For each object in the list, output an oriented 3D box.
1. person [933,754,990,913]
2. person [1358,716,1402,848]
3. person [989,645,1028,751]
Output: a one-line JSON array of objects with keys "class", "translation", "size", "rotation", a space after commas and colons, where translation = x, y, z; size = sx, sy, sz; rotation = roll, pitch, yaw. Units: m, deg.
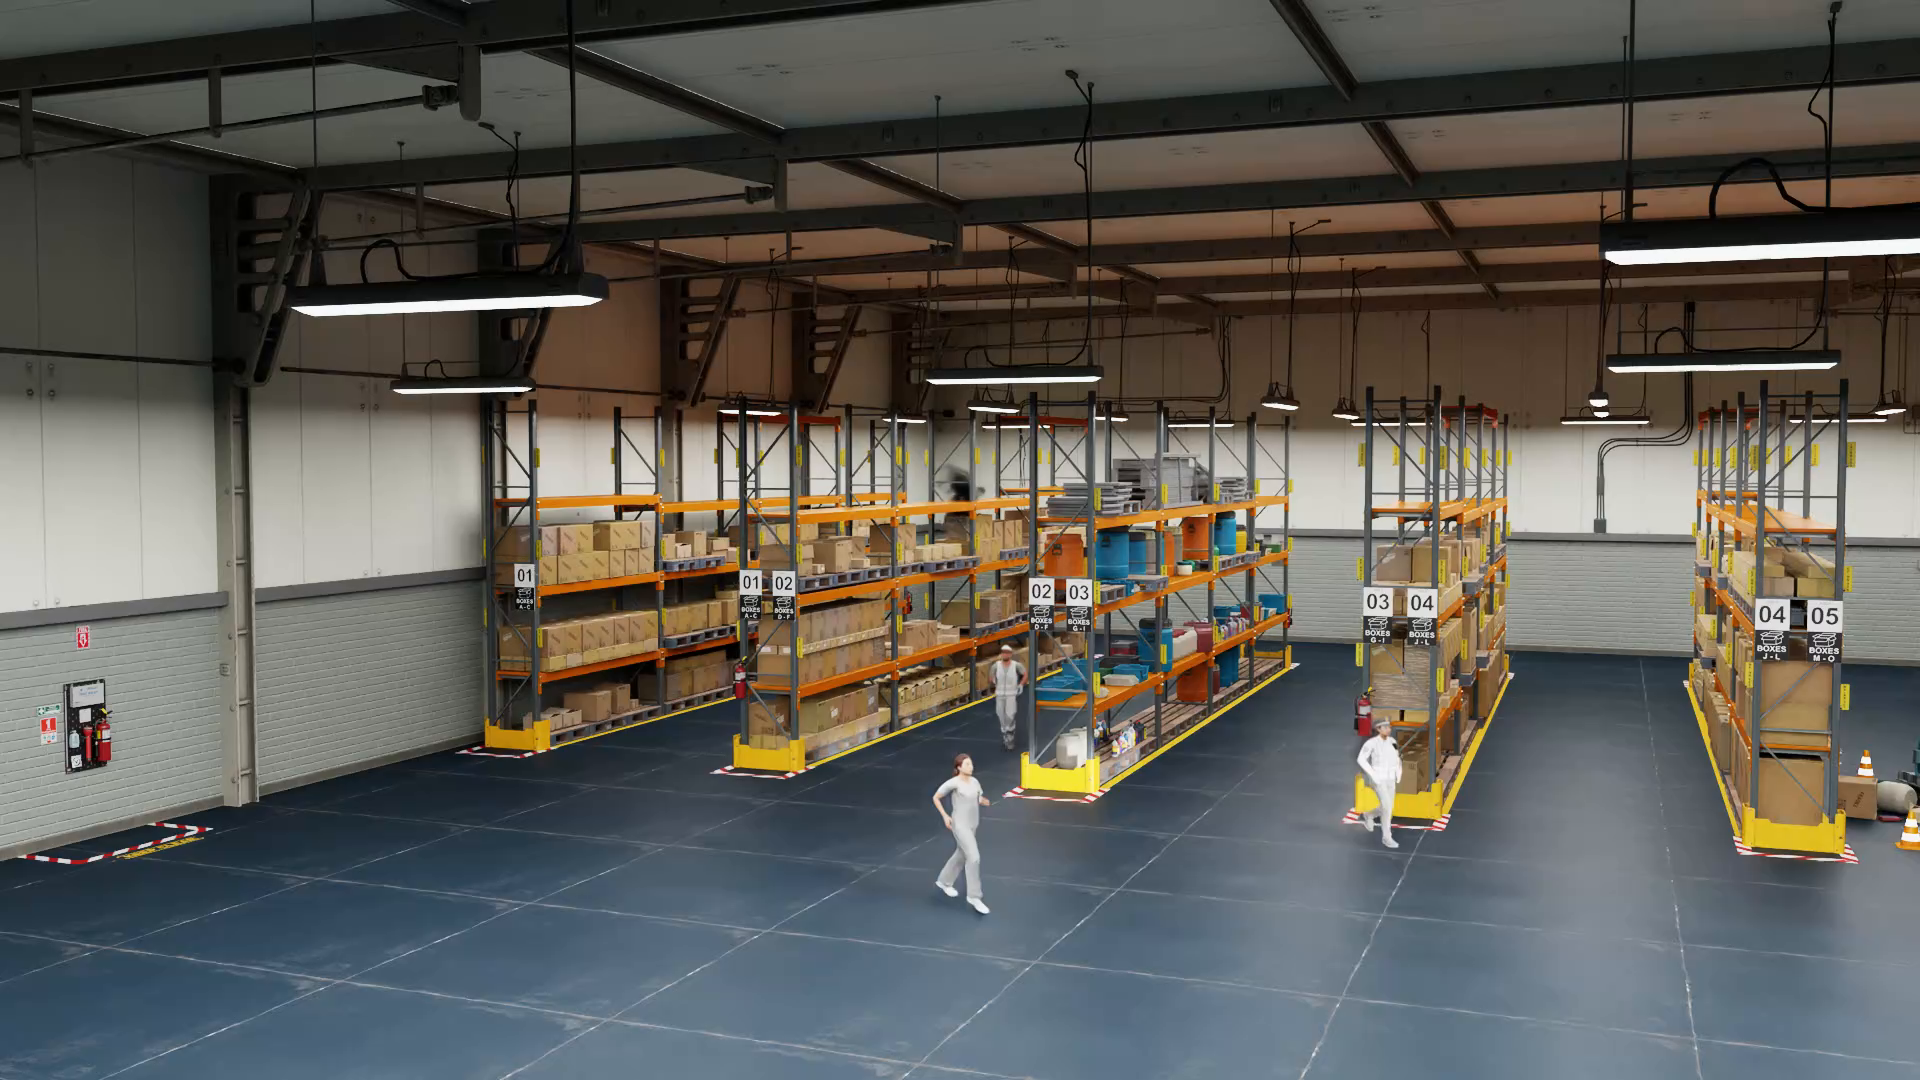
[{"class": "person", "translation": [0.043, 3.237, 18.555], "size": [0.797, 1.715, 0.541], "rotation": [2, 4, 37]}, {"class": "person", "translation": [5.469, 3.108, 21.622], "size": [0.634, 1.671, 0.717], "rotation": [-1, 3, -25]}, {"class": "person", "translation": [0.798, 2.707, 28.525], "size": [0.635, 1.809, 0.681], "rotation": [1, 3, 13]}]
